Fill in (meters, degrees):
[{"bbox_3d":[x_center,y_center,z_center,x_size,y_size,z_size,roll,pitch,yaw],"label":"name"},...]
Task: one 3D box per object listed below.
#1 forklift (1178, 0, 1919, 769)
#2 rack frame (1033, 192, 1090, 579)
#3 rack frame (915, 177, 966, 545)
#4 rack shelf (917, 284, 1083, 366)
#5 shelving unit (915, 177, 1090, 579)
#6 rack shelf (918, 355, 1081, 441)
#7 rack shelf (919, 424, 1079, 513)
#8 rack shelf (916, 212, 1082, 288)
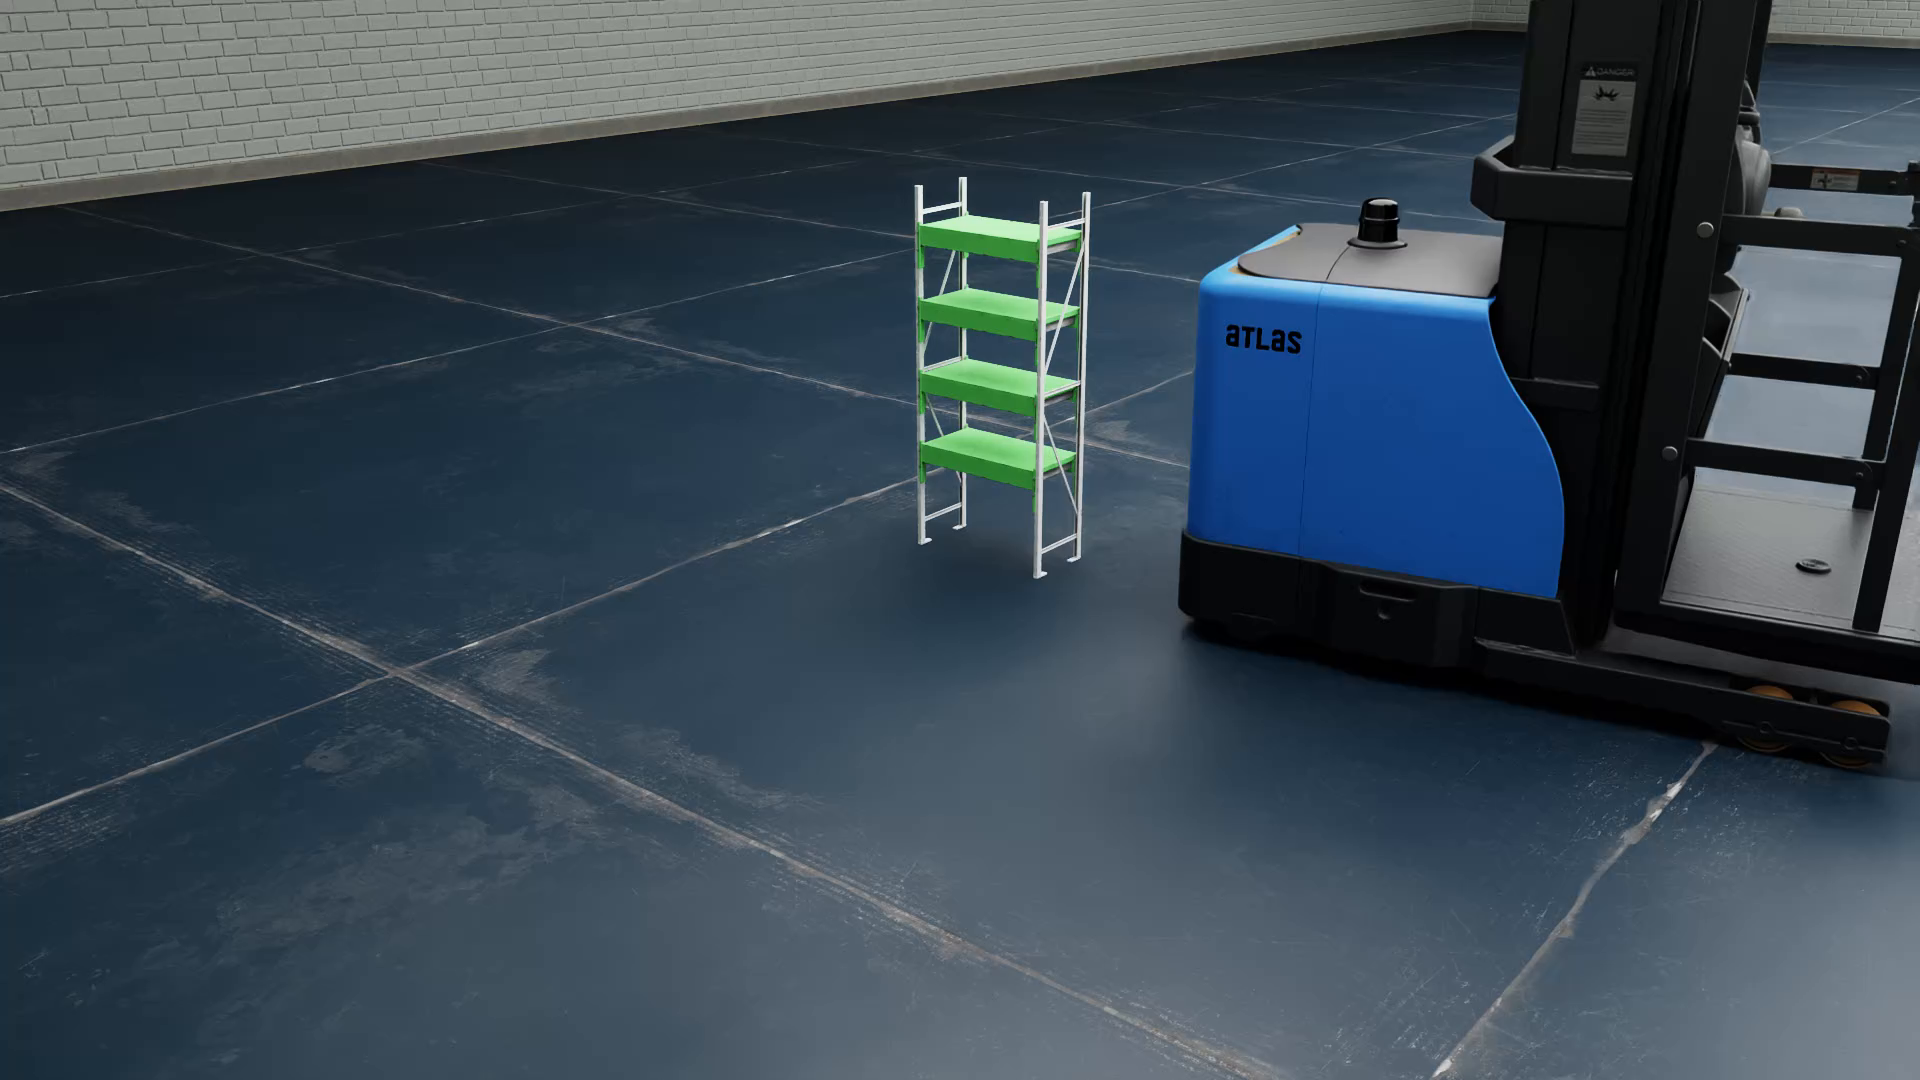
[{"bbox_3d":[2.200,-1.014,4.203,3.031,2.935,1.130,10,23,25],"label":"forklift"},{"bbox_3d":[0.317,-0.470,5.214,0.015,1.200,0.240,16,26,36],"label":"rack frame"},{"bbox_3d":[-0.061,-0.579,5.503,0.015,1.200,0.240,16,26,36],"label":"rack frame"},{"bbox_3d":[0.128,-0.689,5.296,0.480,0.148,0.258,16,26,36],"label":"rack shelf"},{"bbox_3d":[0.128,-0.524,5.359,0.503,1.200,0.258,16,26,36],"label":"shelving unit"},{"bbox_3d":[0.128,-0.465,5.381,0.480,0.148,0.258,16,26,36],"label":"rack shelf"},{"bbox_3d":[0.128,-0.240,5.466,0.480,0.148,0.258,16,26,36],"label":"rack shelf"},{"bbox_3d":[0.128,-0.914,5.212,0.480,0.148,0.258,16,26,36],"label":"rack shelf"}]
